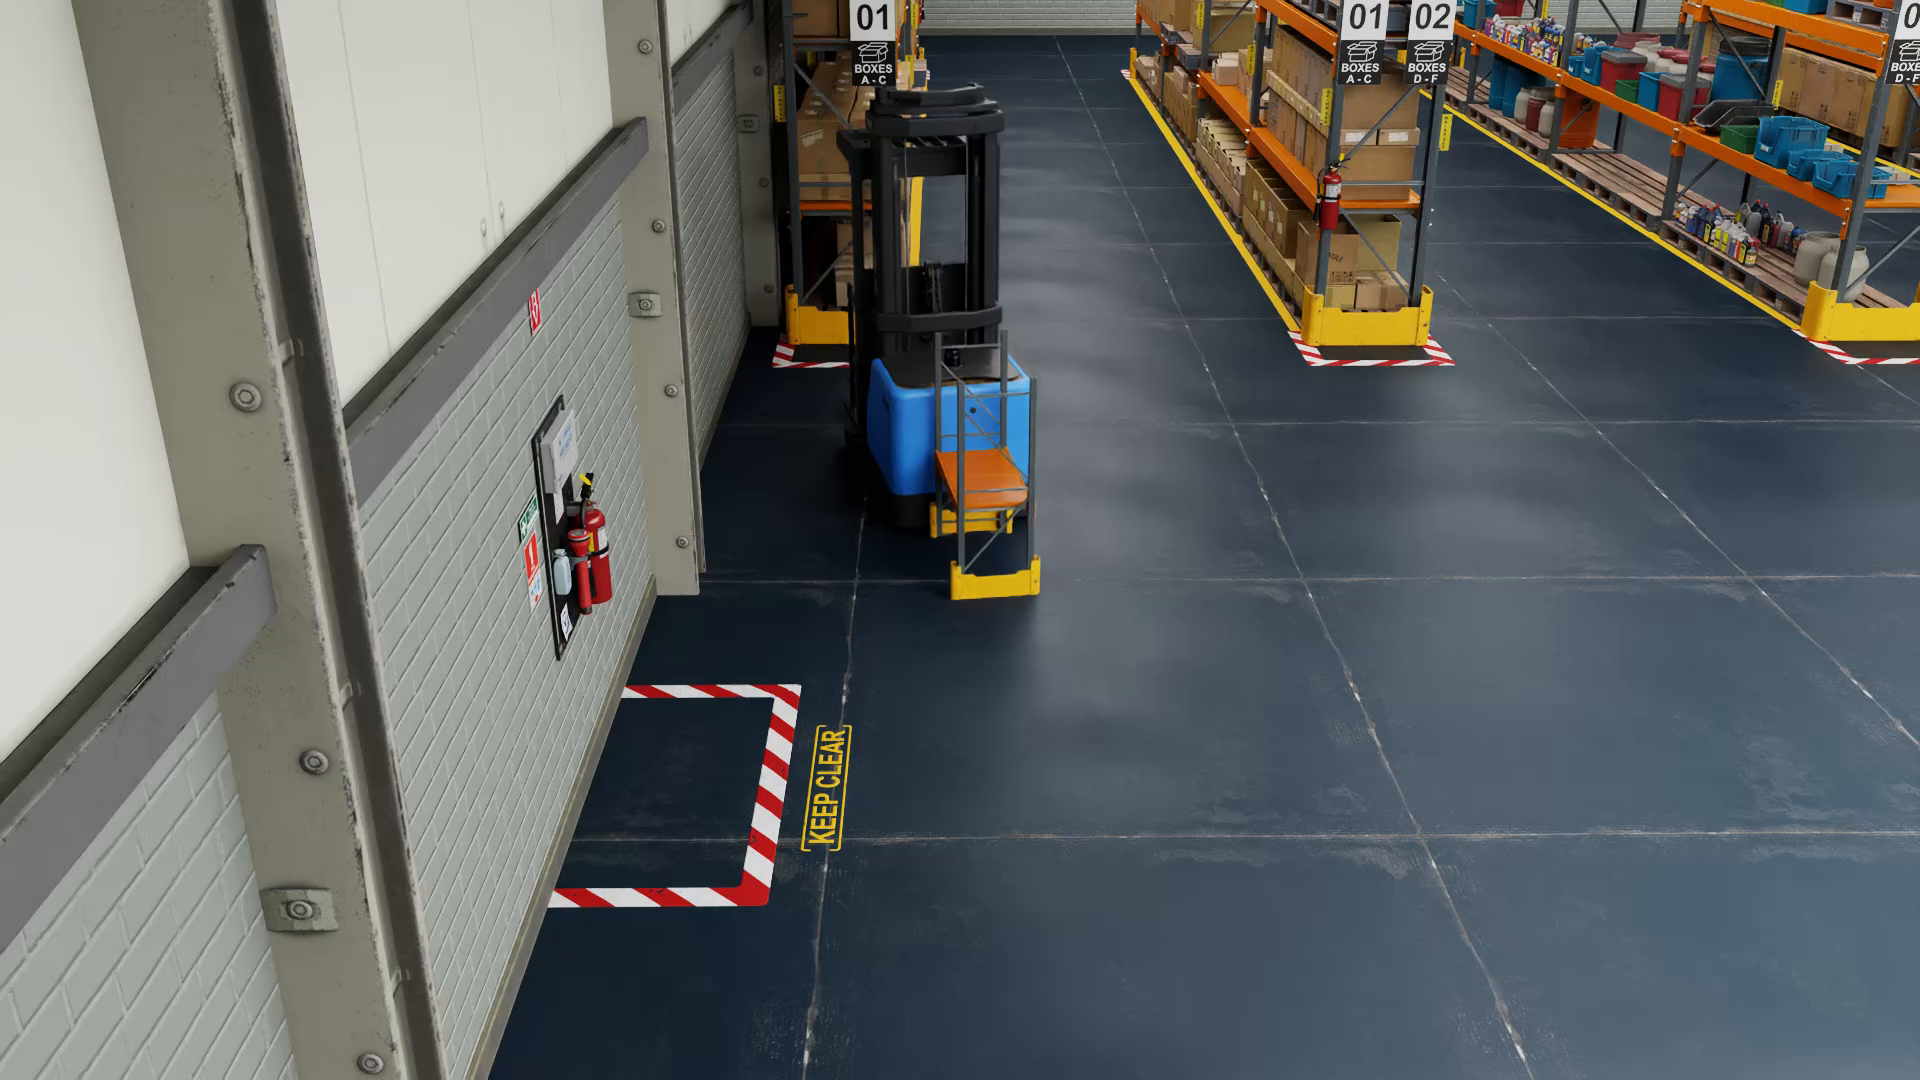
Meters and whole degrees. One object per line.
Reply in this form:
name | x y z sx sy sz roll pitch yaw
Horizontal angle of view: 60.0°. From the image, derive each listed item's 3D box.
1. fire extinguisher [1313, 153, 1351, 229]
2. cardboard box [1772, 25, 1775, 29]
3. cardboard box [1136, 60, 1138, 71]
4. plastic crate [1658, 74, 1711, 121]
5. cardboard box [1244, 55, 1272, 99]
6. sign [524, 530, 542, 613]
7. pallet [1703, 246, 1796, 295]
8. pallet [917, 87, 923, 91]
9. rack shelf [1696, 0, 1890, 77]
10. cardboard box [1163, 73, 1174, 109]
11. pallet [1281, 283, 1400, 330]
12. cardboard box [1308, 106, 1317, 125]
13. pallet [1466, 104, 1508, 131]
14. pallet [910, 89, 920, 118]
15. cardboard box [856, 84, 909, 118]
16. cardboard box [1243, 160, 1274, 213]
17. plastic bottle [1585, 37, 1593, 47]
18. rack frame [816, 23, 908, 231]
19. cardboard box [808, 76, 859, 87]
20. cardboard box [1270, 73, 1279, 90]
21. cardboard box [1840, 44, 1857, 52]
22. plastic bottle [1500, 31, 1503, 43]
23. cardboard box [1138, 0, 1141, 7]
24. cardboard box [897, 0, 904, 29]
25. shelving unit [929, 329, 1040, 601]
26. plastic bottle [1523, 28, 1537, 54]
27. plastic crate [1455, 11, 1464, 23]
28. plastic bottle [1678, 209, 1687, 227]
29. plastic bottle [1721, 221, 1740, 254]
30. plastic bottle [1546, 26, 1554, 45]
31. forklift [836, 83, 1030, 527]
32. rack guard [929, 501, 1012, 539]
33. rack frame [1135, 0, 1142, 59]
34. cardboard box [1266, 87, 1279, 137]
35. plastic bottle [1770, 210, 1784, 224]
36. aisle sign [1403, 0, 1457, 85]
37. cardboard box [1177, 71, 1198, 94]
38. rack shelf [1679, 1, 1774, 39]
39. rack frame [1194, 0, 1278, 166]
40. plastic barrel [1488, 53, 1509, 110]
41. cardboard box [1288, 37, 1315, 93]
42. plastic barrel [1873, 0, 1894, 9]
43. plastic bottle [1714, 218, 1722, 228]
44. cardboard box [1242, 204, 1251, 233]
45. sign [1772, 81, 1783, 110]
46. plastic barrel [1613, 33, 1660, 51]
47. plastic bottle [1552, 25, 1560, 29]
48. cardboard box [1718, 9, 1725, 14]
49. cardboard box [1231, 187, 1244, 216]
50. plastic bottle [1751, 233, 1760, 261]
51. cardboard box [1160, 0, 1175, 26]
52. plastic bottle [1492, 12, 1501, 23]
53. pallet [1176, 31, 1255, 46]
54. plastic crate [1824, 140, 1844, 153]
fire extinguisher | 3.417 -3.212 15.306 0.296 0.674 0.183 0 24 -1
cardboard box | 13.324 -8.296 26.757 0.380 0.149 0.250 0 24 0
cardboard box | 3.369 -8.524 29.860 0.380 0.166 0.250 0 24 -1
plastic crate | 8.479 -5.194 19.518 0.402 0.464 0.583 0 24 -1
cardboard box | 3.833 -5.732 20.662 0.500 0.500 0.500 0 24 0
sign | -1.988 0.144 7.748 0.001 0.329 0.234 0 24 -1
pallet | 8.772 -2.916 17.941 1.003 0.211 1.213 0 24 -1
pallet | -1.150 -7.766 28.665 1.003 0.211 1.213 0 24 -1
rack shelf | 8.812 -5.182 16.801 1.077 0.370 4.000 0 24 -1
cardboard box | 3.511 -7.104 26.317 0.500 0.500 0.500 -1 24 -3
pallet | 3.830 -2.343 16.673 1.003 0.211 1.213 0 24 -1
cardboard box | 3.675 -4.221 16.534 0.380 0.149 0.250 0 24 1
pallet | 8.669 -6.675 26.253 1.003 0.211 1.213 0 24 -1
pallet | -0.979 -5.151 19.732 1.003 0.211 1.213 0 24 -1
cardboard box | -0.790 -4.384 17.051 0.500 0.500 0.500 0 24 1
cardboard box | 3.529 -4.034 18.947 0.500 0.500 0.500 0 24 -1
plastic bottle | 9.082 -7.125 24.020 0.097 0.271 0.097 0 24 0
rack frame | -1.117 -4.923 18.994 1.000 3.000 0.127 0 24 -1
cardboard box | -1.319 -4.592 17.511 0.500 0.500 0.500 0 24 1
cardboard box | 3.649 -5.073 18.417 0.380 0.149 0.250 0 24 0
cardboard box | 13.433 -7.515 24.604 0.500 0.500 0.500 0 24 0
plastic bottle | 8.307 -7.702 25.380 0.097 0.201 0.097 0 24 0
cardboard box | 3.447 -9.753 29.552 0.500 0.500 0.500 0 24 1
cardboard box | -0.797 -5.056 15.504 0.500 0.500 0.500 1 24 3
shelving unit | 0.153 -0.523 11.087 0.587 1.500 1.083 -4 25 -8
plastic bottle | 8.343 -7.294 24.298 0.144 0.351 0.185 0 24 -1
plastic crate | 8.422 -8.626 27.443 0.437 0.125 0.590 0 24 -1
plastic bottle | 8.356 -3.718 19.191 0.097 0.201 0.097 0 24 0
plastic bottle | 8.392 -3.297 18.080 0.144 0.351 0.185 1 24 2
plastic bottle | 8.917 -7.622 25.119 0.097 0.271 0.097 0 24 0
forklift | -0.306 -2.010 12.637 1.130 2.935 3.031 -5 25 -12
rack guard | 0.076 -0.157 11.793 0.587 0.250 0.087 -4 25 -8
rack frame | 3.706 -9.891 29.980 1.000 3.000 0.127 0 24 -1
cardboard box | 3.848 -4.809 18.622 0.700 0.500 0.500 -1 24 -2
plastic bottle | 9.091 -3.484 18.495 0.144 0.351 0.185 0 24 -1
aisle sign | 4.187 -4.457 14.810 0.394 0.787 0.004 0 24 -1
cardboard box | 3.528 -6.827 24.794 0.500 0.250 0.500 -1 24 -2
rack shelf | 13.633 -8.782 28.401 1.077 0.370 4.000 0 24 -1
rack frame | 3.793 -6.595 22.691 1.000 3.000 0.127 0 24 -1
plastic barrel | 8.691 -7.275 26.231 0.600 0.901 0.708 0 24 -1
cardboard box | 3.859 -4.986 17.438 0.700 0.500 0.500 0 24 -1
plastic barrel | 8.701 -5.272 15.097 0.600 0.830 0.708 0 24 -1
plastic bottle | 8.425 -3.452 18.519 0.097 0.271 0.097 0 24 0
cardboard box | 3.539 -3.693 19.101 0.500 0.250 0.500 0 24 -1
sign | 9.340 -5.091 19.031 0.100 0.325 0.005 0 24 -1
plastic barrel | 9.054 -6.488 22.289 0.600 0.536 0.708 0 24 -1
plastic bottle | 9.040 -7.688 25.259 0.152 0.276 0.135 0 24 -1
cardboard box | 13.302 -9.142 28.629 0.380 0.149 0.250 -1 24 -1
cardboard box | 3.542 -4.055 19.902 0.500 0.250 0.500 0 24 -1
plastic bottle | 8.506 -3.141 17.818 0.061 0.283 0.133 0 24 -1
cardboard box | 3.531 -8.284 25.795 0.700 0.500 0.500 -9 26 -18
plastic bottle | 8.383 -8.078 26.031 0.144 0.351 0.185 0 24 -1
pallet | 3.767 -7.309 24.503 1.003 0.211 1.213 0 24 -1
plastic crate | 9.061 -4.179 17.670 0.530 0.136 0.437 0 24 -1
